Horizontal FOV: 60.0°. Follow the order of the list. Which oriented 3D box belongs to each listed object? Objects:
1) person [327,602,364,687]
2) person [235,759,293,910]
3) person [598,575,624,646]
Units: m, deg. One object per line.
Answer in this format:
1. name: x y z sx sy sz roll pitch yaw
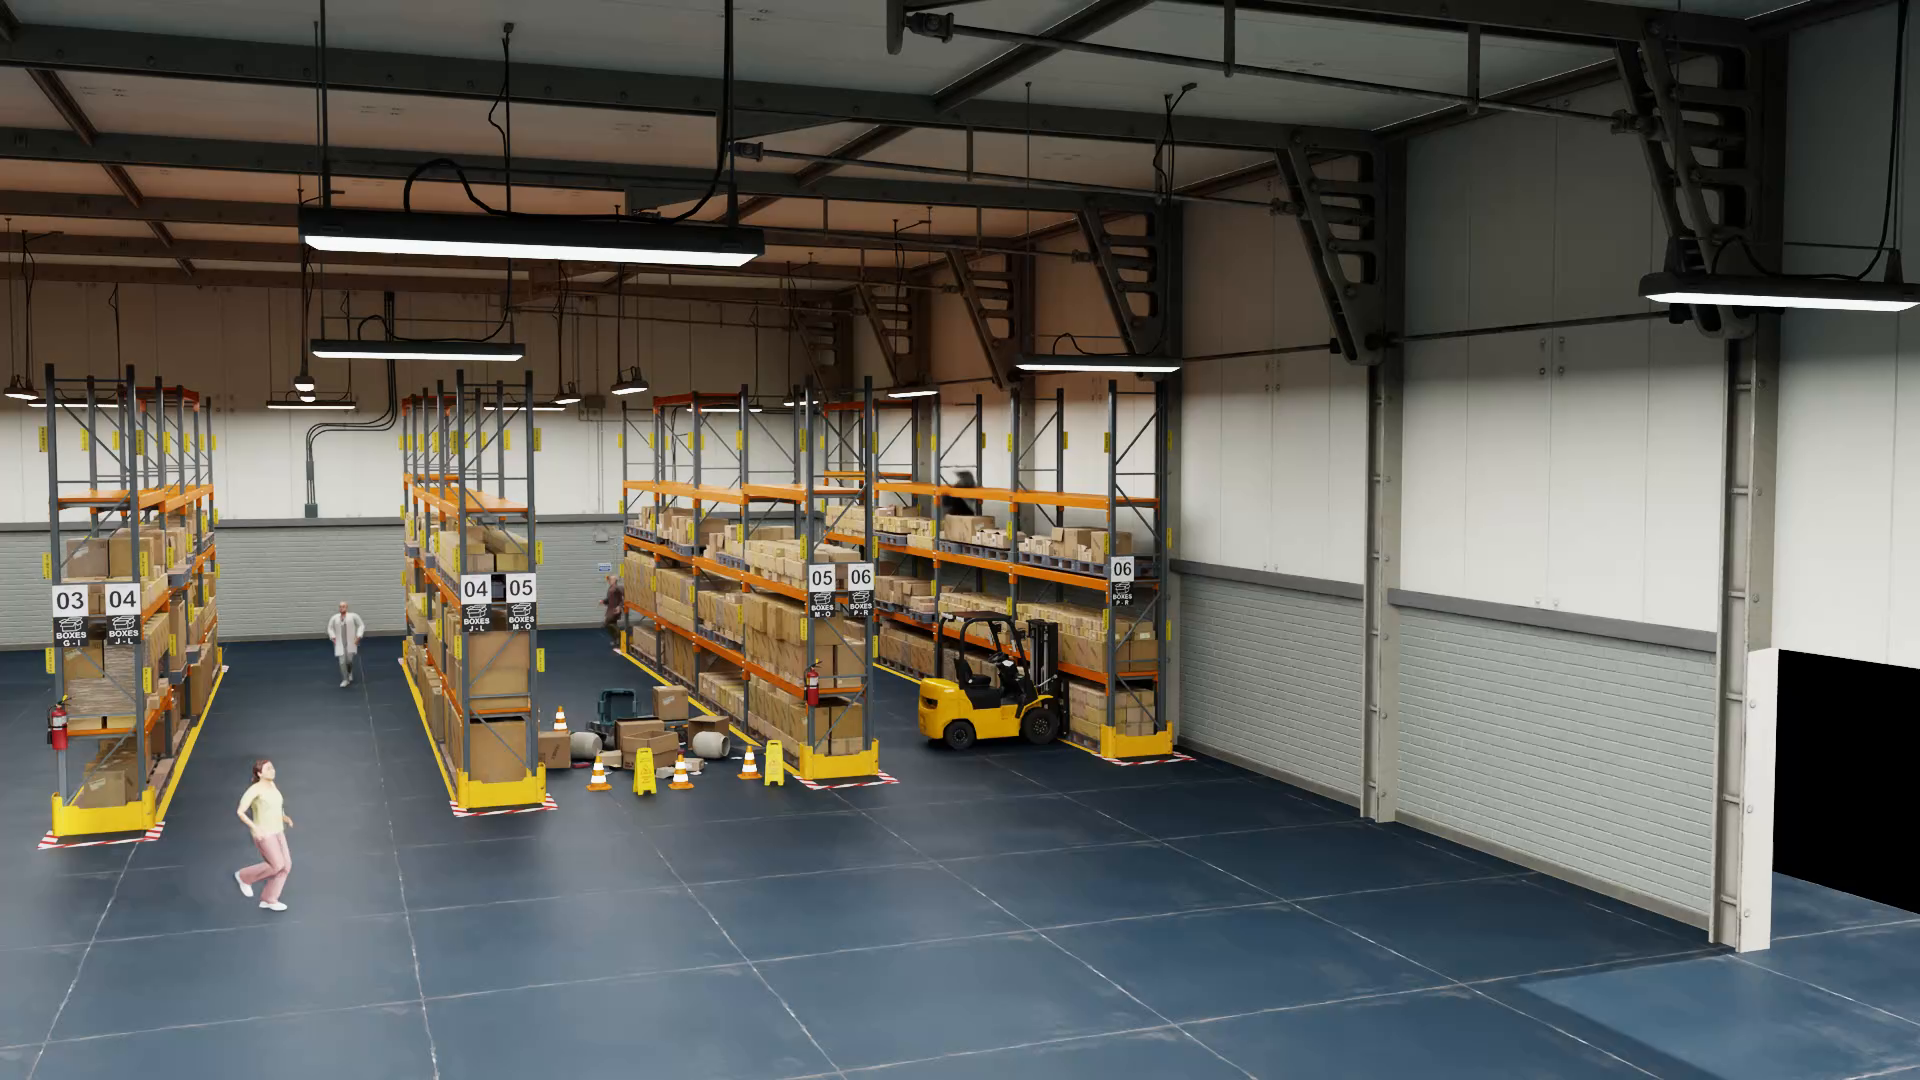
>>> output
1. person: -12.644 2.141 34.202 0.716 1.741 0.572 -1 3 -12
2. person: -7.479 3.155 17.867 0.565 1.627 0.589 1 3 13
3. person: -8.561 1.736 40.930 0.635 1.742 0.714 -2 4 -27
